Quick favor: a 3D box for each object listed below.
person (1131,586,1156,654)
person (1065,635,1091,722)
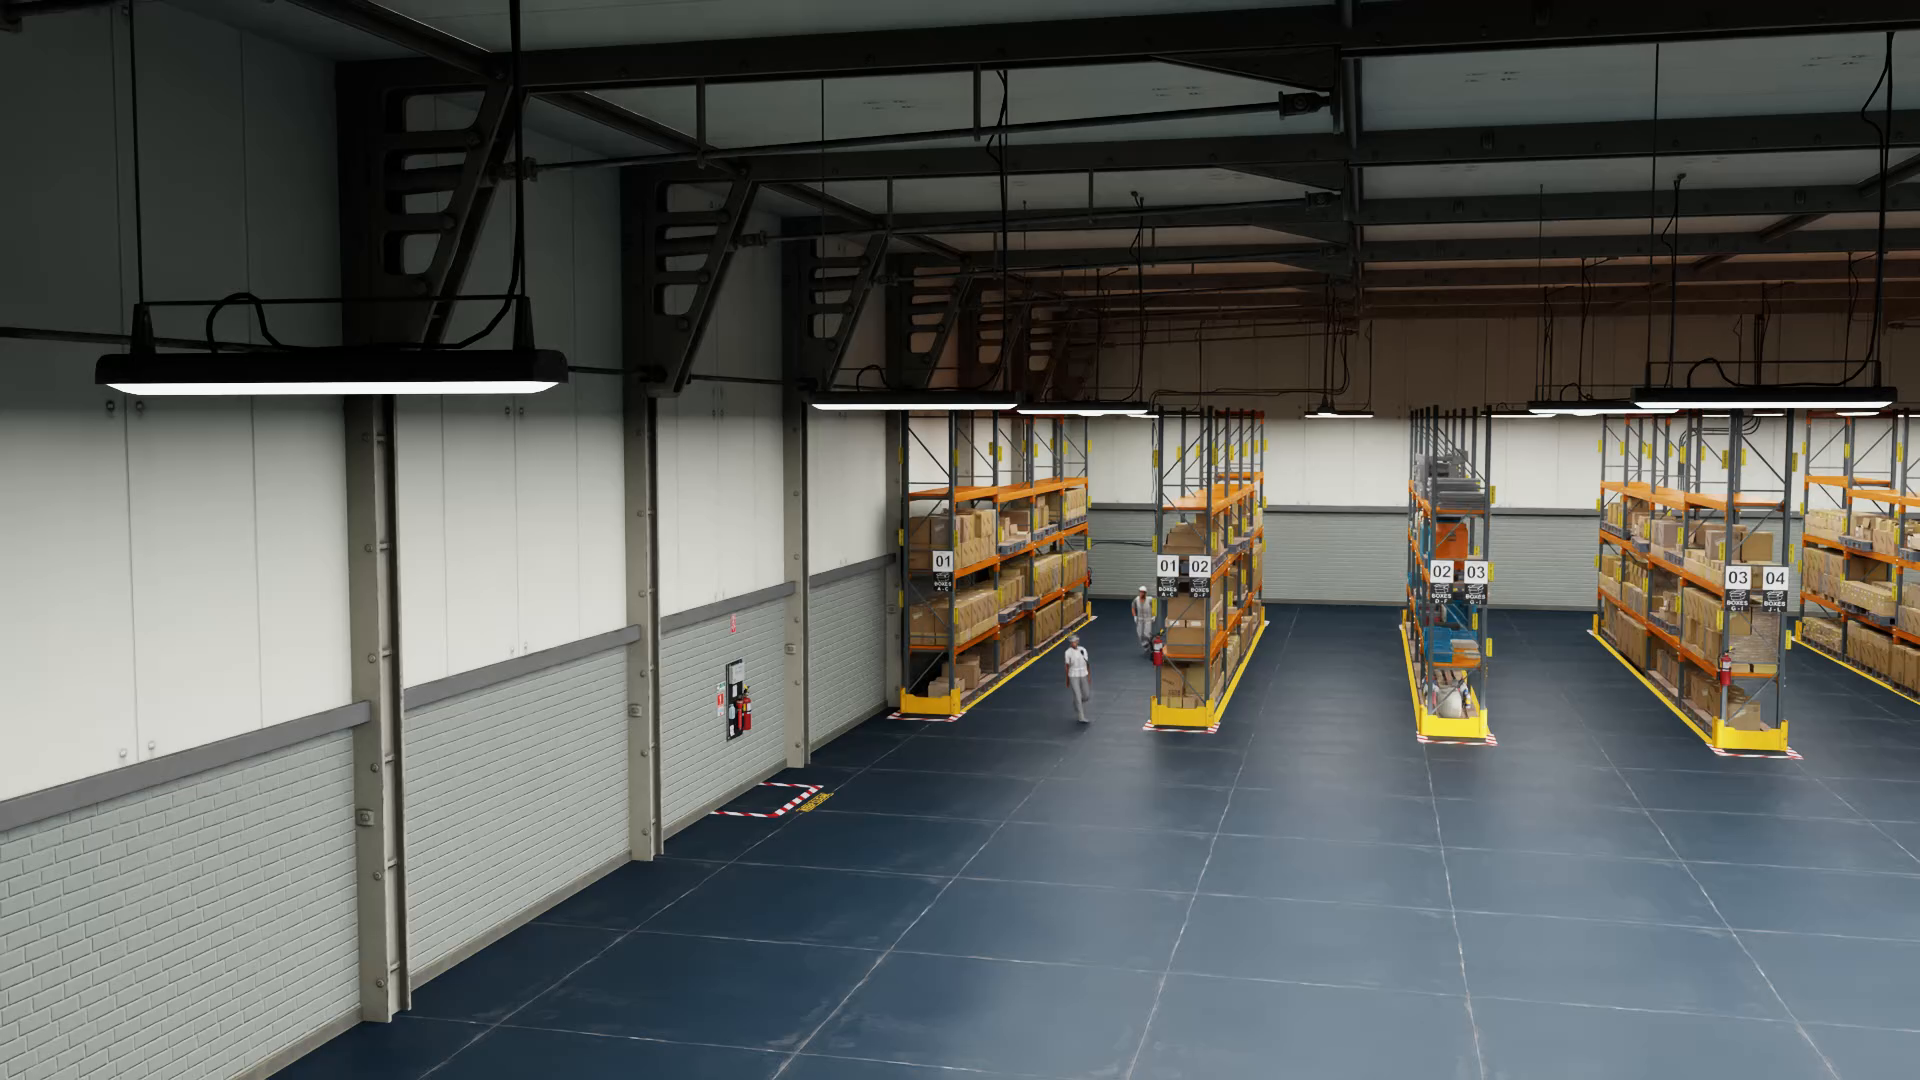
[{"bbox_3d":[4.539,1.961,40.791,0.690,1.687,0.630,2,4,22],"label":"person"},{"bbox_3d":[2.255,2.617,31.761,0.461,1.637,0.755,-1,4,-14],"label":"person"}]
